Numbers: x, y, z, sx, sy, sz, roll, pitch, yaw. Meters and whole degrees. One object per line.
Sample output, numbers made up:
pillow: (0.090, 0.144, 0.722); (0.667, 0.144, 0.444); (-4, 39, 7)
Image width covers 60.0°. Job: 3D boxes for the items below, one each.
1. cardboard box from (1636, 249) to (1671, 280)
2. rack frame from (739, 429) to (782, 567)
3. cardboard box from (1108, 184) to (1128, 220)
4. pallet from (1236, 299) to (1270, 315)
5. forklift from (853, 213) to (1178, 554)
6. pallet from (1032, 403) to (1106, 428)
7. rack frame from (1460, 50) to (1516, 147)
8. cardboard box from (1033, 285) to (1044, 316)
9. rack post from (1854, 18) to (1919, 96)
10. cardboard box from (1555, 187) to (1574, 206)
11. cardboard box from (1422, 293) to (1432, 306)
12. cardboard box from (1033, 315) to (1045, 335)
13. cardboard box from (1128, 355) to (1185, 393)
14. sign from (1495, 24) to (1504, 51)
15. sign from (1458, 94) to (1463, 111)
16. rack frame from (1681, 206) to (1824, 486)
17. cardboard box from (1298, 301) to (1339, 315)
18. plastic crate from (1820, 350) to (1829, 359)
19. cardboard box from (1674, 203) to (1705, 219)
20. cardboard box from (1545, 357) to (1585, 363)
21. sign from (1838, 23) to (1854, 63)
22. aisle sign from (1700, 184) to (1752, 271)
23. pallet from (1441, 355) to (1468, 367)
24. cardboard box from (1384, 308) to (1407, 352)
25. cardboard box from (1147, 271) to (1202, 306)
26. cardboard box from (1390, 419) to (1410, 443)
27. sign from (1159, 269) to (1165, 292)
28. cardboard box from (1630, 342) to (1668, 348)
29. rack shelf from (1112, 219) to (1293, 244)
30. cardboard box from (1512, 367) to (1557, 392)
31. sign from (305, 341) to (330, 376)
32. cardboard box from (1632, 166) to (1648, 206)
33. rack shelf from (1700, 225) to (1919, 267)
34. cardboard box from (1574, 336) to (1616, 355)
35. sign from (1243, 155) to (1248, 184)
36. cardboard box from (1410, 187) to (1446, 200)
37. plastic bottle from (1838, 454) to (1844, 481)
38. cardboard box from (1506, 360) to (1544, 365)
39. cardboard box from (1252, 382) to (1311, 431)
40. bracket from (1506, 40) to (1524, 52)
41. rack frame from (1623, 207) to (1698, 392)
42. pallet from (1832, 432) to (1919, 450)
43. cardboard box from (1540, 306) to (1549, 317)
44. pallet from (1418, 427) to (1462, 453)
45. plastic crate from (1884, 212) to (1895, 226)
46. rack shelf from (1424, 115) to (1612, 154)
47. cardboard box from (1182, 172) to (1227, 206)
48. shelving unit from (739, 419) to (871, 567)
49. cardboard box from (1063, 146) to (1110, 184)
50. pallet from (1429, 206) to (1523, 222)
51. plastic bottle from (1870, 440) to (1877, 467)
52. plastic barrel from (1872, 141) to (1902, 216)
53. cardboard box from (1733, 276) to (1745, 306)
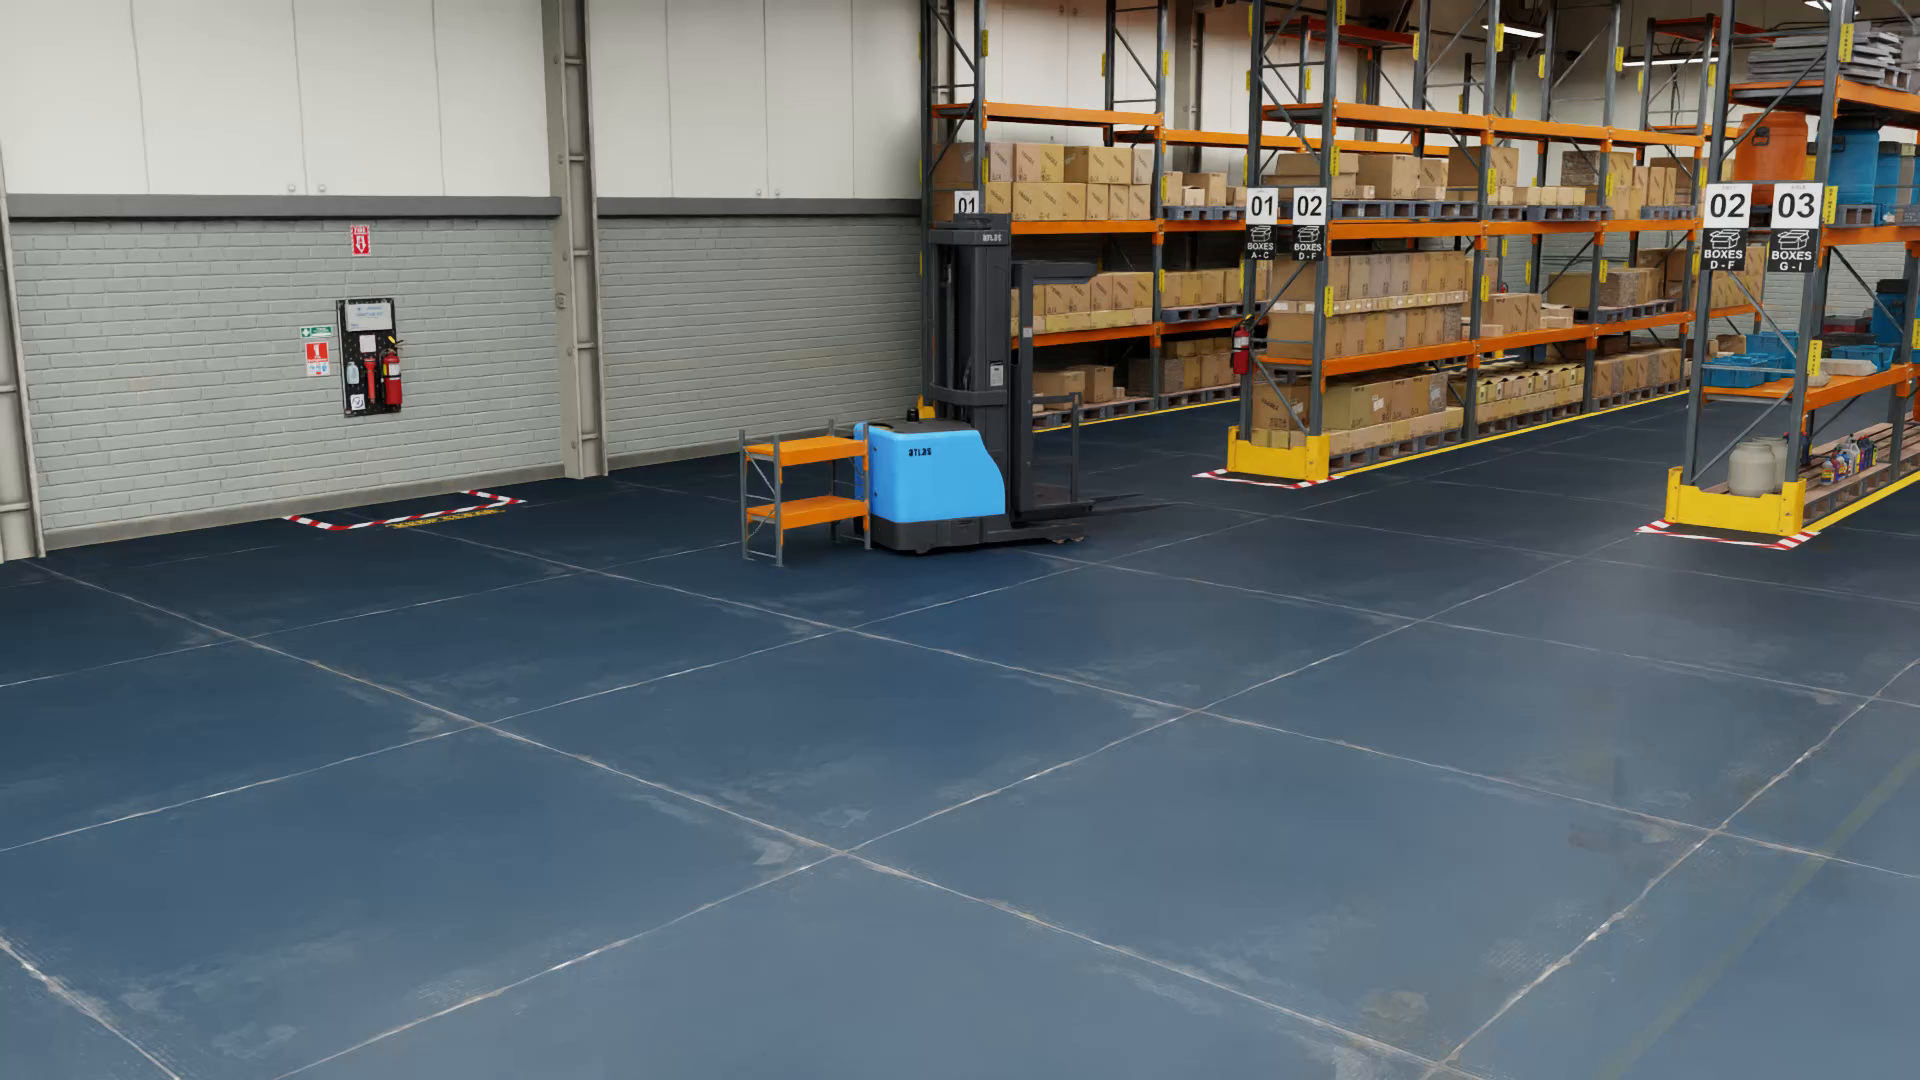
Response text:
cardboard box: (11.692, -4.639, 27.970); (0.500, 0.500, 0.500); (10, 15, 41)
rack frame: (-1.694, -0.356, 14.121); (0.500, 1.125, 0.032); (11, 16, 43)
cardboard box: (2.057, -4.805, 23.647); (0.500, 0.500, 0.500); (8, 14, 36)
pallet: (4.798, -3.830, 27.220); (1.213, 0.211, 1.003); (10, 15, 40)
forklift: (0.579, -1.494, 15.208); (3.031, 2.935, 1.130); (-6, 13, -26)
pallet: (1.326, -1.803, 23.701); (1.003, 0.211, 1.213); (10, 15, 40)
rack frame: (10.470, -8.162, 33.100); (1.000, 3.000, 0.127); (10, 15, 40)
cardboard box: (0.783, -3.273, 22.356); (0.500, 0.500, 0.500); (10, 15, 41)
rack post: (11.226, -5.514, 19.335); (1.013, 1.000, 3.121); (10, 15, 40)
cardboard box: (8.323, -4.853, 23.503); (0.500, 0.250, 0.500); (10, 15, 42)
cardboard box: (5.580, -2.965, 20.484); (0.380, 0.149, 0.250); (10, 15, 40)
cardboard box: (0.801, -2.911, 22.461); (0.500, 0.250, 0.500); (9, 15, 39)
cardboard box: (3.022, -2.555, 25.603); (0.700, 0.500, 0.500); (10, 15, 42)
sign: (6.673, -6.217, 20.573); (0.100, 0.325, 0.005); (10, 15, 40)
sign: (10.057, -8.770, 33.357); (0.100, 0.325, 0.005); (10, 15, 40)
rack frame: (7.350, -1.585, 15.489); (1.000, 3.000, 0.127); (10, 15, 40)
cardboard box: (4.052, -2.623, 18.775); (0.380, 0.149, 0.250); (10, 15, 40)
plastic crate: (8.882, -1.906, 17.639); (0.450, 0.188, 0.662); (10, 15, 40)
cardboard box: (12.060, -5.429, 27.457); (0.500, 0.250, 0.500); (10, 15, 40)
cardboard box: (9.353, -2.561, 25.634); (0.500, 0.500, 0.500); (11, 15, 43)
sign: (7.760, -4.353, 14.563); (0.100, 0.325, 0.005); (10, 15, 40)
aisle sign: (7.079, -2.888, 15.374); (0.394, 0.787, 0.004); (10, 15, 40)
pallet: (9.195, -3.546, 32.427); (1.003, 0.211, 1.213); (10, 15, 40)
cardboard box: (4.969, -2.570, 20.166); (0.700, 0.500, 0.500); (10, 15, 42)
cardboard box: (3.284, -3.871, 25.556); (0.500, 0.500, 0.700); (-10, 15, -42)
cardboard box: (5.144, -1.354, 20.281); (0.500, 0.250, 0.500); (10, 15, 40)
sign: (2.961, -3.810, 24.418); (0.100, 0.325, 0.005); (10, 15, 40)
cardboard box: (11.716, -3.102, 28.343); (0.500, 0.500, 0.500); (10, 15, 40)
rack shelf: (3.869, -4.867, 26.099); (1.077, 0.370, 4.000); (10, 15, 40)
cardboard box: (8.078, -2.276, 23.462); (0.500, 0.311, 0.500); (10, 15, 40)
sign: (-6.343, -1.789, 16.418); (0.001, 0.329, 0.234); (10, 15, 40)
cardboard box: (10.287, -5.505, 25.876); (0.600, 0.600, 0.600); (9, 14, 38)
rack shelf: (8.670, -2.998, 16.739); (1.077, 0.370, 4.000); (10, 15, 40)
cardboard box: (10.060, -3.089, 26.361); (0.500, 0.250, 0.500); (9, 15, 39)
sign: (3.233, -4.165, 18.687); (0.100, 0.325, 0.005); (10, 15, 40)
cardboard box: (5.681, -4.224, 20.255); (0.380, 0.149, 0.250); (10, 15, 40)
plastic bottle: (9.073, -0.755, 17.173); (0.097, 0.271, 0.097); (0, 11, 0)
cardboard box: (8.346, -2.497, 24.569); (0.500, 0.311, 0.500); (10, 15, 42)
cardboard box: (3.762, -1.569, 19.441); (0.500, 0.500, 0.500); (10, 15, 40)
bracket: (11.595, -10.329, 34.761); (0.235, 0.232, 0.430); (10, 15, 40)
rack frame: (11.553, -3.992, 27.538); (1.000, 3.000, 0.127); (10, 15, 40)
pallet: (11.285, -1.107, 20.215); (1.003, 0.211, 1.213); (10, 15, 40)
cardboard box: (8.176, -3.253, 24.067); (0.500, 0.311, 0.500); (10, 15, 40)
pallet: (5.715, -1.336, 21.359); (1.003, 0.211, 1.213); (10, 15, 40)
plastic crate: (9.234, -3.227, 16.724); (0.243, 0.136, 0.396); (10, 15, 40)
rack shelf: (7.592, -5.502, 22.640); (1.077, 0.370, 4.000); (10, 15, 40)
cardboard box: (3.783, -5.432, 25.763); (0.500, 0.500, 0.500); (9, 14, 38)
shelving unit: (-1.340, -0.427, 14.479); (0.538, 1.125, 1.048); (11, 16, 43)
cardboard box: (1.731, -5.206, 23.099); (0.500, 0.500, 0.500); (9, 14, 38)
pallet: (6.844, -4.323, 22.028); (0.805, 0.209, 1.217); (9, 14, 38)
plastic bottle: (9.920, -0.944, 18.091); (0.061, 0.283, 0.133); (11, 16, 43)
plastic barrel: (10.163, -3.993, 18.608); (0.600, 0.901, 0.708); (10, 15, 40)
cardboard box: (13.429, -4.379, 29.220); (0.500, 0.500, 0.500); (10, 15, 41)
